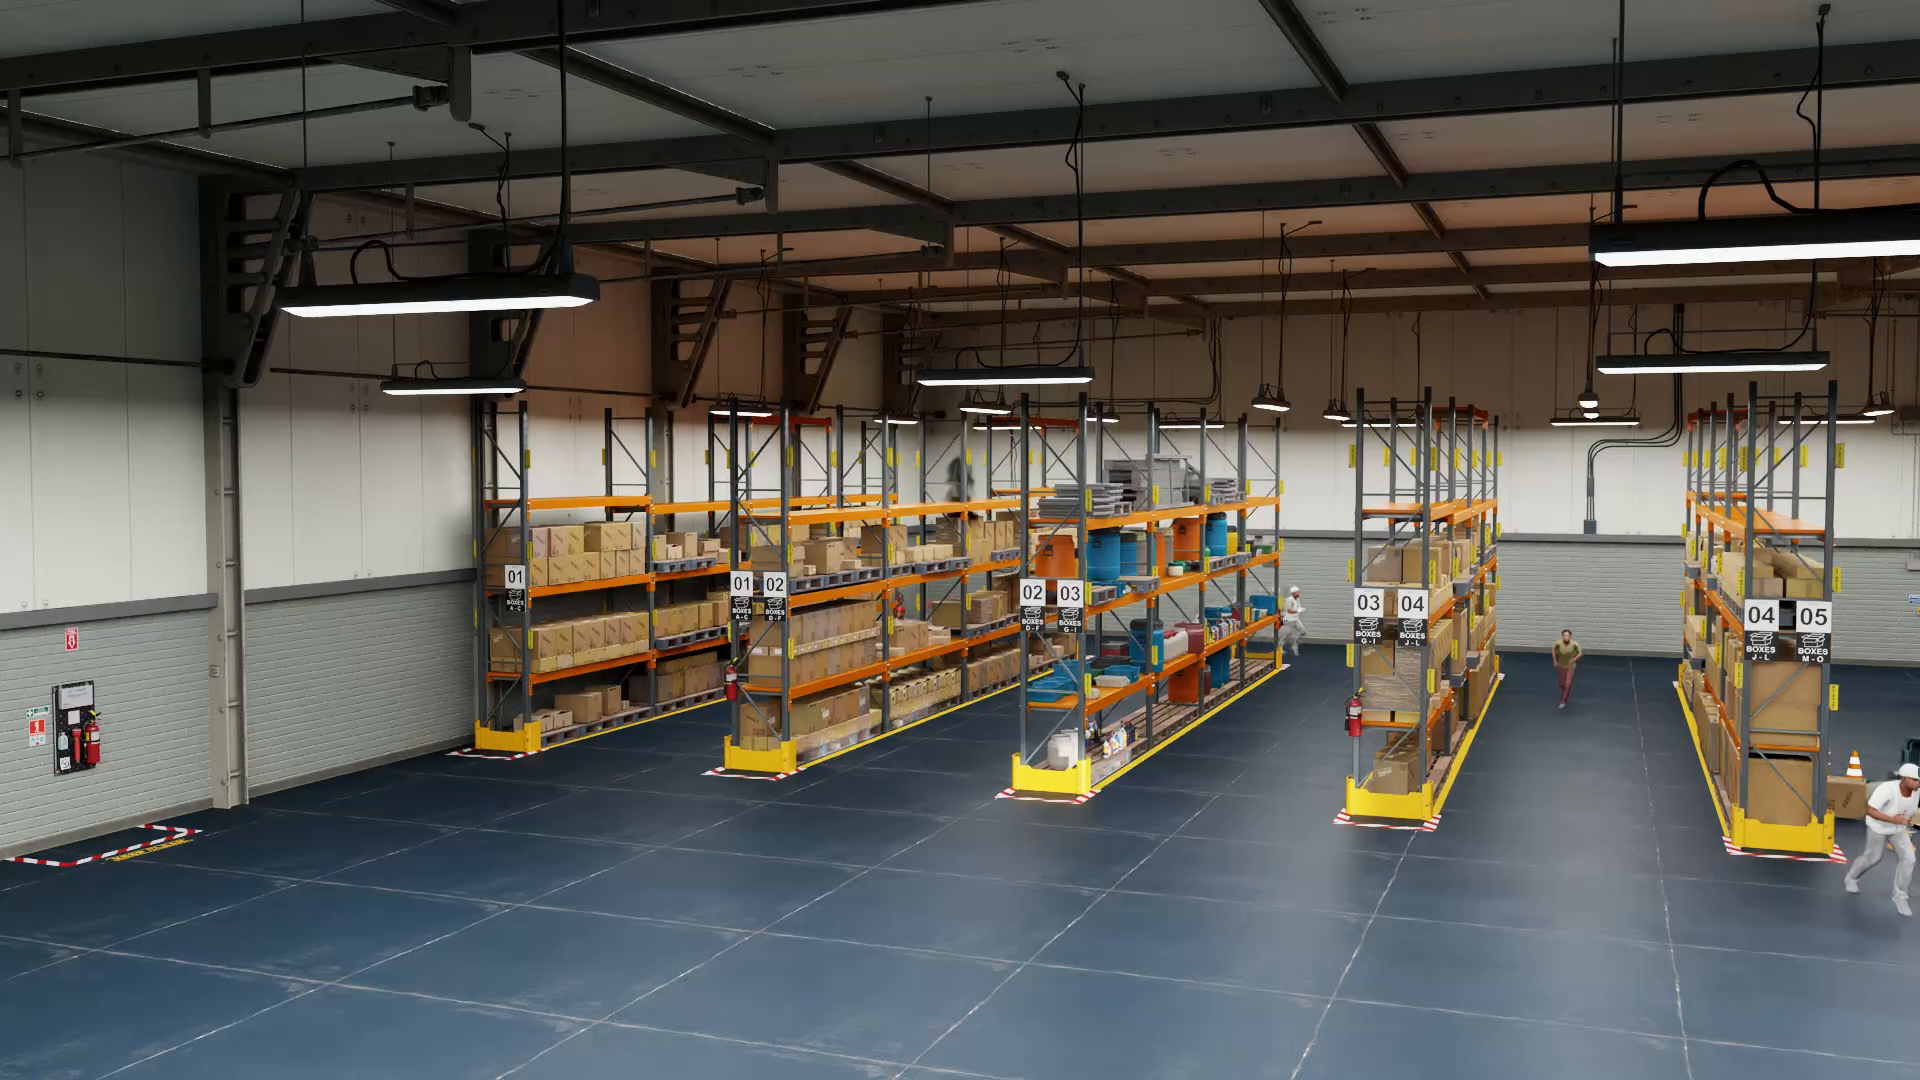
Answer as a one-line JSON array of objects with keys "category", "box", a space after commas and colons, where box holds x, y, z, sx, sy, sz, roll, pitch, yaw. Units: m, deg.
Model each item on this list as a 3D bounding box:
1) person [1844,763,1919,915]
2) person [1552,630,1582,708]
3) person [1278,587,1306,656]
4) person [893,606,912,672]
[{"category": "person", "box": [10.349, 3.289, 18.599, 0.747, 1.716, 1.039, -1, 3, -14]}, {"category": "person", "box": [12.271, 2.589, 33.628, 0.574, 1.603, 0.718, 1, 3, 21]}, {"category": "person", "box": [8.426, 2.062, 42.224, 0.831, 1.778, 0.716, 2, 3, 35]}, {"category": "person", "box": [-1.282, 2.323, 36.269, 0.664, 1.772, 0.991, 1, 3, 19]}]
